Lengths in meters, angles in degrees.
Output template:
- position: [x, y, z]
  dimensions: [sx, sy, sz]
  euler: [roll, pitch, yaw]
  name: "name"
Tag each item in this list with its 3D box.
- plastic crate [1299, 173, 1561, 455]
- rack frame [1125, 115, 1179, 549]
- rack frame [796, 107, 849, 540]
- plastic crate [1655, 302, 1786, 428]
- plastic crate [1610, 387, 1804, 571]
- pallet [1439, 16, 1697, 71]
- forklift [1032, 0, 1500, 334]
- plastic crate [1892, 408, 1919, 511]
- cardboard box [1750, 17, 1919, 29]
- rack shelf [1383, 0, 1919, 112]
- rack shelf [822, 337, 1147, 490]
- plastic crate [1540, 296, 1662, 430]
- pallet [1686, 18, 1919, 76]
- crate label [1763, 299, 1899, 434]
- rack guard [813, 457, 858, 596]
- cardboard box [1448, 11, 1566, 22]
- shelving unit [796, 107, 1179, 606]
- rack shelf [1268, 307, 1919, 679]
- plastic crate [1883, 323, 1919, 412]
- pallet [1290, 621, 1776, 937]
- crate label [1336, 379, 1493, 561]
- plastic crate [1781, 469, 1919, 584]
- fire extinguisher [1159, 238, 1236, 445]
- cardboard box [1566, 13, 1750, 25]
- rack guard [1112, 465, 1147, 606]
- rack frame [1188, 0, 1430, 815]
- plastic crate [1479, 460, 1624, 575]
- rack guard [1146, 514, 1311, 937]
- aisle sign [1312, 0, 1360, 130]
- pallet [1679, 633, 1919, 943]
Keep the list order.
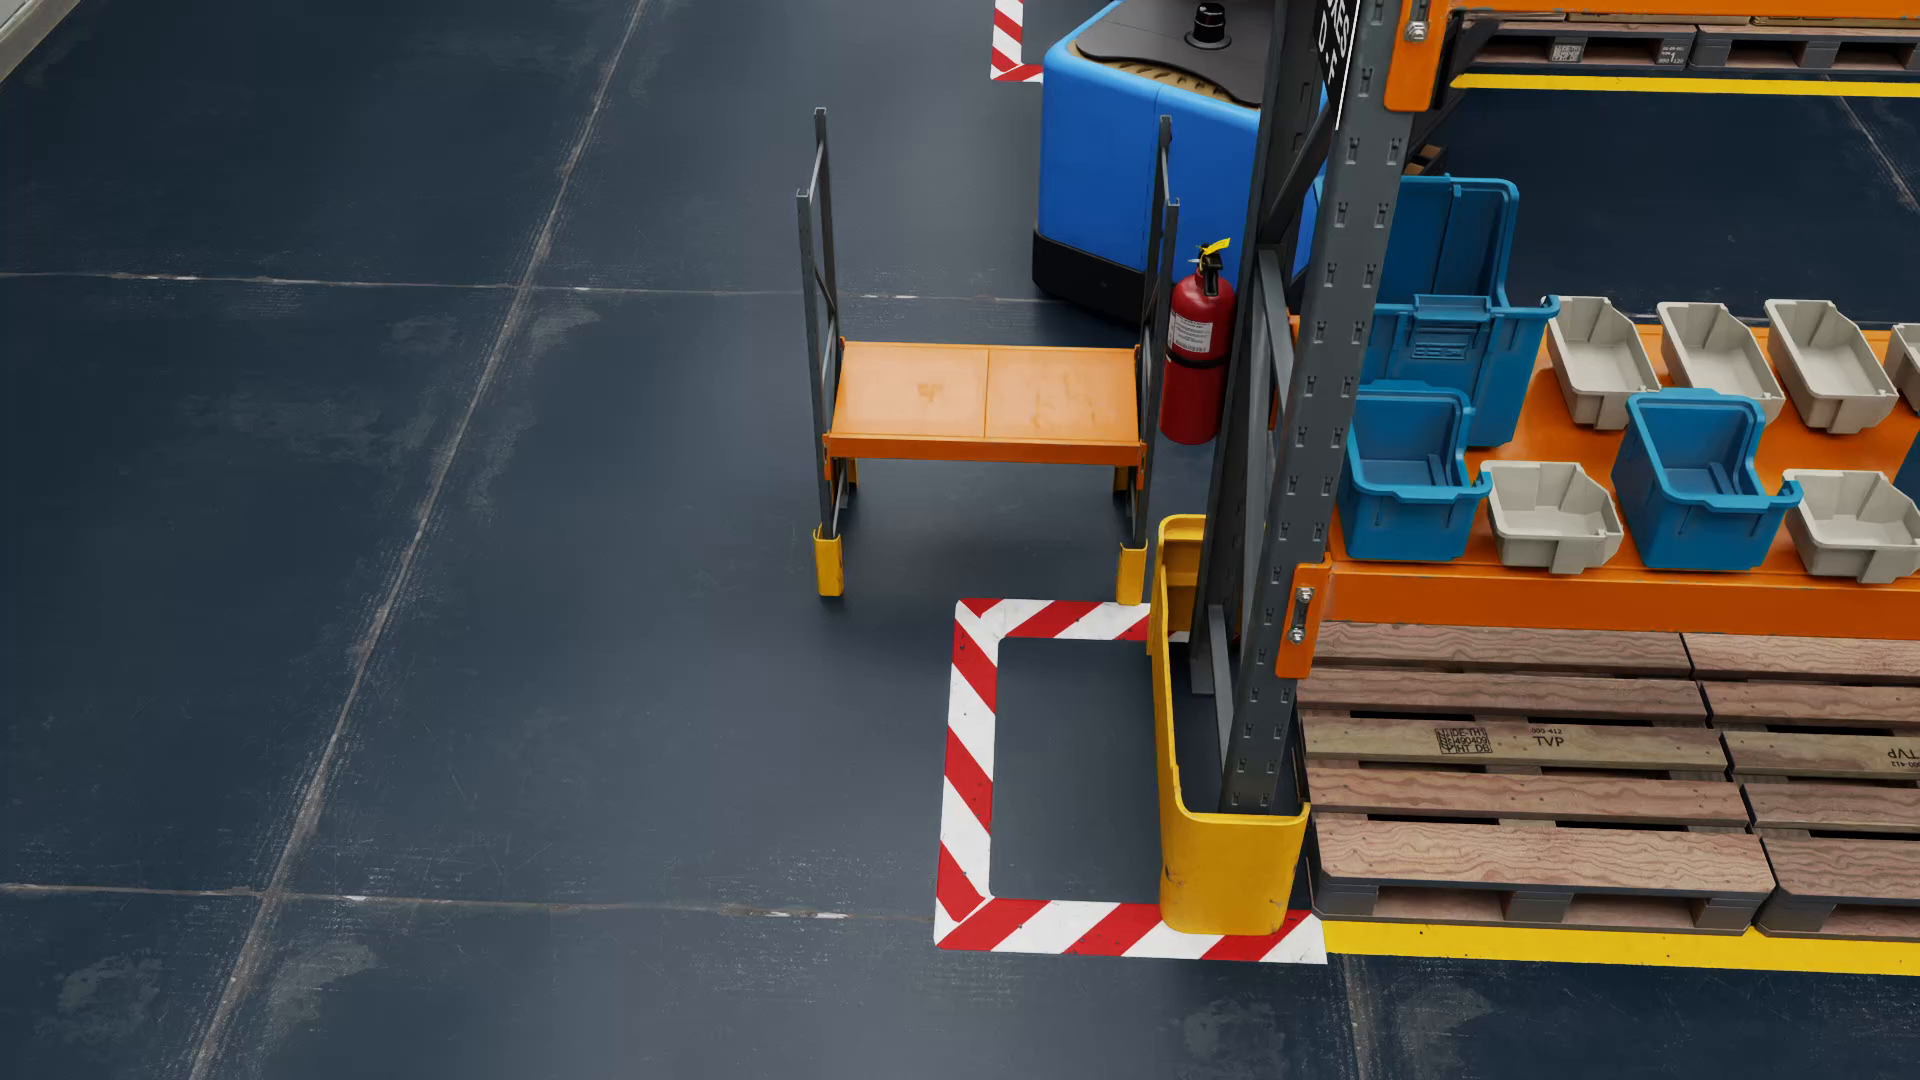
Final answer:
- position: [1.121, -0.568, 4.089]
  dimensions: [0.499, 0.435, 0.616]
  euler: [2, 43, 2]
  name: "plastic crate"
- position: [0.593, -0.531, 5.219]
  dimensions: [0.032, 1.500, 0.500]
  euler: [2, 43, 2]
  name: "rack frame"
- position: [-0.423, -0.562, 5.253]
  dimensions: [0.032, 1.500, 0.500]
  euler: [2, 43, 2]
  name: "rack frame"
- position: [1.890, -0.421, 4.151]
  dimensions: [0.243, 0.136, 0.396]
  euler: [2, 43, 2]
  name: "plastic crate"
- position: [1.668, -0.125, 3.762]
  dimensions: [0.300, 0.233, 0.416]
  euler: [2, 43, 2]
  name: "plastic crate"
- position: [3.019, -2.758, 8.556]
  dimensions: [1.213, 0.211, 1.003]
  euler: [2, 43, 2]
  name: "pallet"
- position: [1.530, -2.731, 6.531]
  dimensions: [1.130, 2.935, 3.031]
  euler: [24, 48, 24]
  name: "forklift"
- position: [2.325, -0.105, 3.741]
  dimensions: [0.300, 0.233, 0.416]
  euler: [2, 43, 2]
  name: "plastic crate"
- position: [4.341, -3.117, 8.146]
  dimensions: [0.875, 0.875, 0.875]
  euler: [2, 43, 2]
  name: "cardboard box"
- position: [2.776, -1.189, 3.153]
  dimensions: [4.000, 0.370, 1.077]
  euler: [2, 43, 2]
  name: "rack shelf"
- position: [0.085, -0.415, 5.359]
  dimensions: [1.000, 0.185, 0.538]
  euler: [2, 43, 2]
  name: "rack shelf"
- position: [1.601, -0.440, 4.171]
  dimensions: [0.243, 0.136, 0.396]
  euler: [2, 43, 2]
  name: "plastic crate"
- position: [4.241, -2.722, 8.518]
  dimensions: [1.213, 0.211, 1.003]
  euler: [2, 43, 2]
  name: "pallet"
- position: [2.169, -0.429, 4.160]
  dimensions: [0.243, 0.136, 0.396]
  euler: [2, 43, 2]
  name: "crate label"
- position: [-0.421, -0.104, 5.679]
  dimensions: [0.087, 0.250, 0.587]
  euler: [2, 43, 2]
  name: "rack guard"
- position: [2.553, -3.172, 8.205]
  dimensions: [0.875, 0.875, 0.875]
  euler: [2, 43, 2]
  name: "cardboard box"
- position: [0.076, -0.547, 5.236]
  dimensions: [1.083, 1.500, 0.587]
  euler: [2, 43, 2]
  name: "shelving unit"
- position: [2.776, -0.092, 4.176]
  dimensions: [4.000, 0.370, 1.077]
  euler: [2, 43, 2]
  name: "rack shelf"
- position: [2.466, -0.433, 4.164]
  dimensions: [0.250, 0.136, 0.298]
  euler: [2, 43, 2]
  name: "plastic crate"
- position: [1.600, 0.656, 4.891]
  dimensions: [1.213, 0.211, 1.003]
  euler: [2, 43, 2]
  name: "pallet"
- position: [1.010, -0.145, 3.784]
  dimensions: [0.303, 0.233, 0.416]
  euler: [2, 43, 2]
  name: "crate label"
- position: [2.004, -0.023, 3.723]
  dimensions: [0.298, 0.136, 0.250]
  euler: [2, 43, 2]
  name: "plastic crate"
- position: [0.648, -0.566, 4.487]
  dimensions: [0.183, 0.674, 0.296]
  euler: [2, 43, 2]
  name: "fire extinguisher"
- position: [3.442, -3.145, 8.176]
  dimensions: [0.875, 0.875, 0.875]
  euler: [2, 43, 2]
  name: "cardboard box"
- position: [0.574, -0.074, 5.646]
  dimensions: [0.087, 0.250, 0.587]
  euler: [2, 43, 2]
  name: "rack guard"
- position: [0.778, -0.416, 3.996]
  dimensions: [0.127, 3.000, 1.000]
  euler: [2, 43, 2]
  name: "rack frame"
- position: [1.327, -0.044, 3.746]
  dimensions: [0.298, 0.136, 0.250]
  euler: [2, 43, 2]
  name: "plastic crate"
- position: [0.753, 0.506, 4.840]
  dimensions: [0.348, 0.500, 1.175]
  euler: [2, 43, 2]
  name: "rack guard"
- position: [0.693, -1.167, 2.895]
  dimensions: [0.004, 0.787, 0.394]
  euler: [2, 43, 2]
  name: "aisle sign"
- position: [2.816, 0.695, 4.849]
  dimensions: [1.213, 0.211, 1.003]
  euler: [2, 43, 2]
  name: "pallet"
